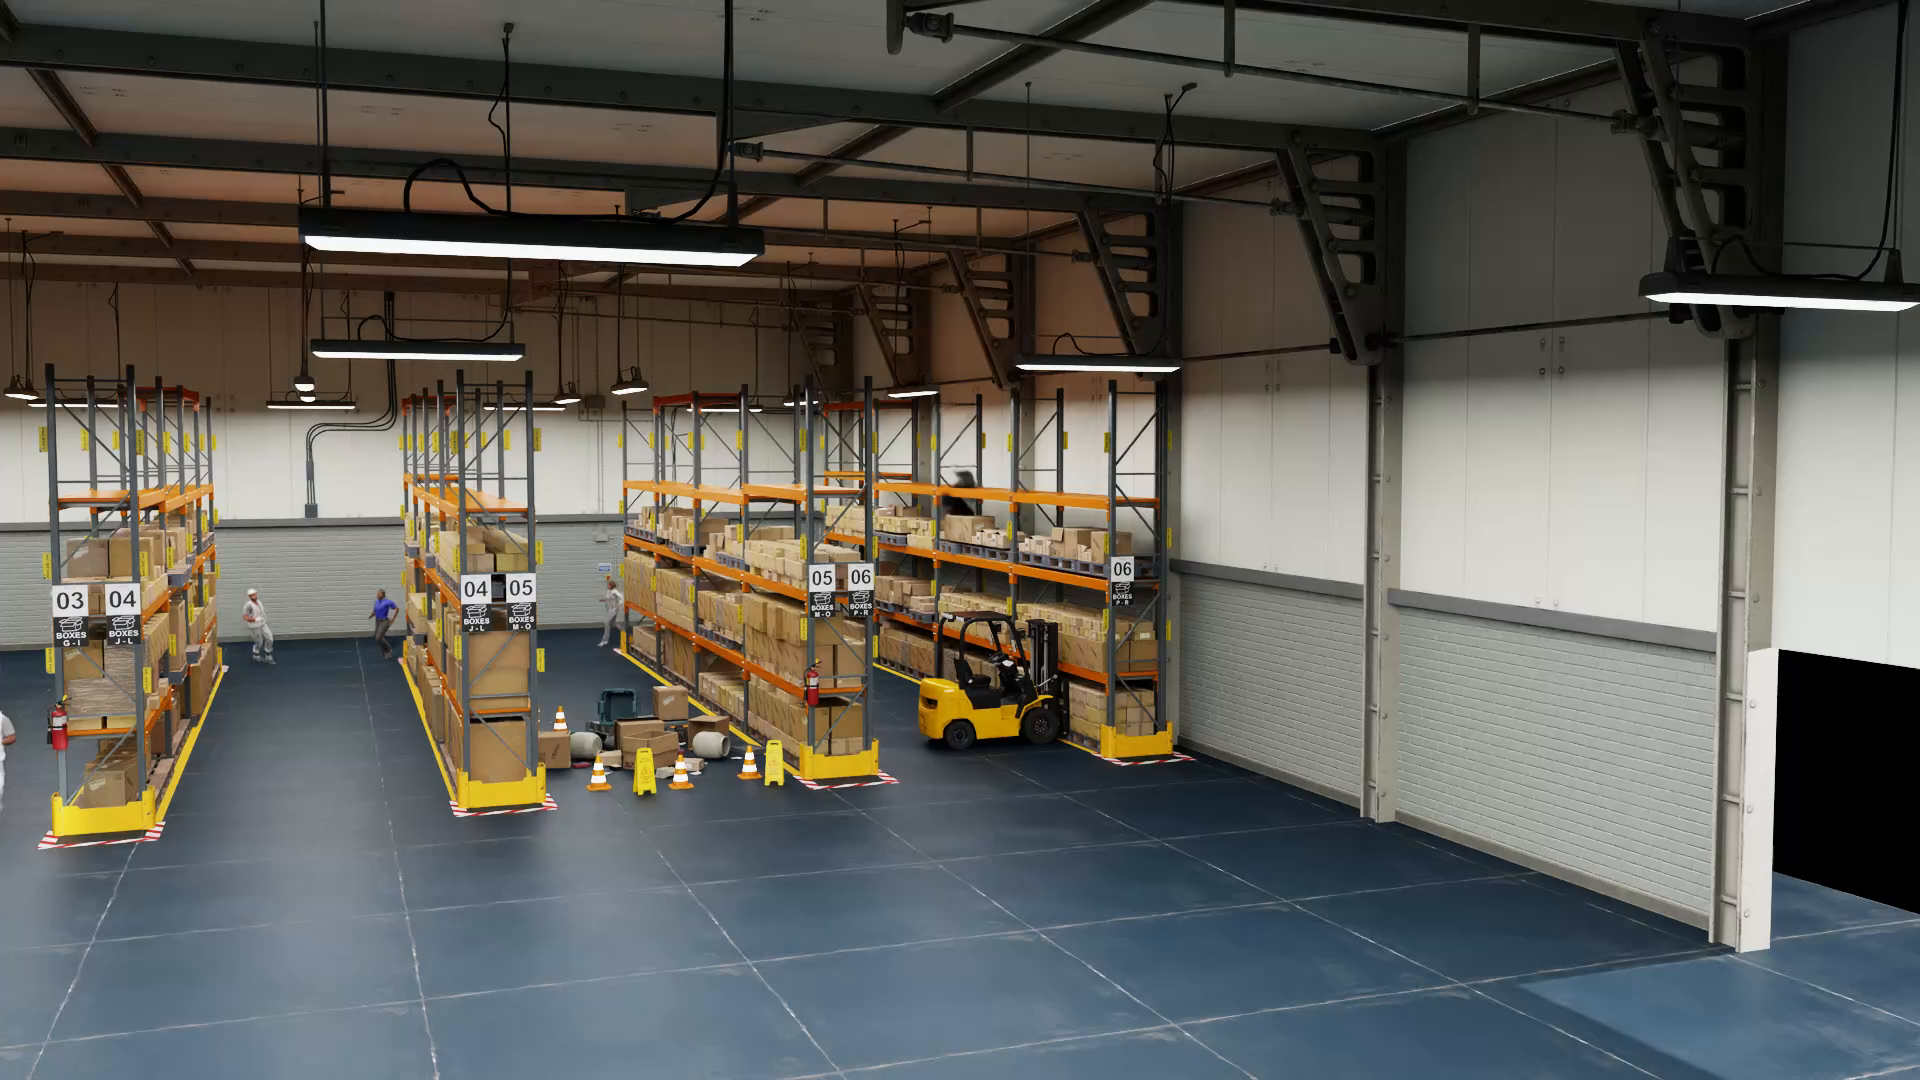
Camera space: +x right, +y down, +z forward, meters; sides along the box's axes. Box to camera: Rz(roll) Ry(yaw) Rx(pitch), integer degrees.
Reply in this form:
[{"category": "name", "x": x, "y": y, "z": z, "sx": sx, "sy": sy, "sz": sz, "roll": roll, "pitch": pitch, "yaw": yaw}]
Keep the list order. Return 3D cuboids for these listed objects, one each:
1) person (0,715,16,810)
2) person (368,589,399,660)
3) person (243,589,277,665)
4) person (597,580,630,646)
[{"category": "person", "x": -12.432, "y": 2.835, "z": 21.218, "sx": 0.690, "sy": 1.759, "sz": 1.005, "roll": -2, "pitch": 4, "yaw": -32}, {"category": "person", "x": -13.305, "y": 1.954, "z": 38.277, "sx": 0.606, "sy": 1.652, "sz": 0.647, "roll": 2, "pitch": 4, "yaw": 28}, {"category": "person", "x": -15.811, "y": 1.969, "z": 37.284, "sx": 0.621, "sy": 1.791, "sz": 0.725, "roll": 1, "pitch": 4, "yaw": 22}, {"category": "person", "x": -8.543, "y": 1.790, "z": 40.950, "sx": 0.830, "sy": 1.606, "sz": 0.575, "roll": -2, "pitch": 4, "yaw": -28}]
